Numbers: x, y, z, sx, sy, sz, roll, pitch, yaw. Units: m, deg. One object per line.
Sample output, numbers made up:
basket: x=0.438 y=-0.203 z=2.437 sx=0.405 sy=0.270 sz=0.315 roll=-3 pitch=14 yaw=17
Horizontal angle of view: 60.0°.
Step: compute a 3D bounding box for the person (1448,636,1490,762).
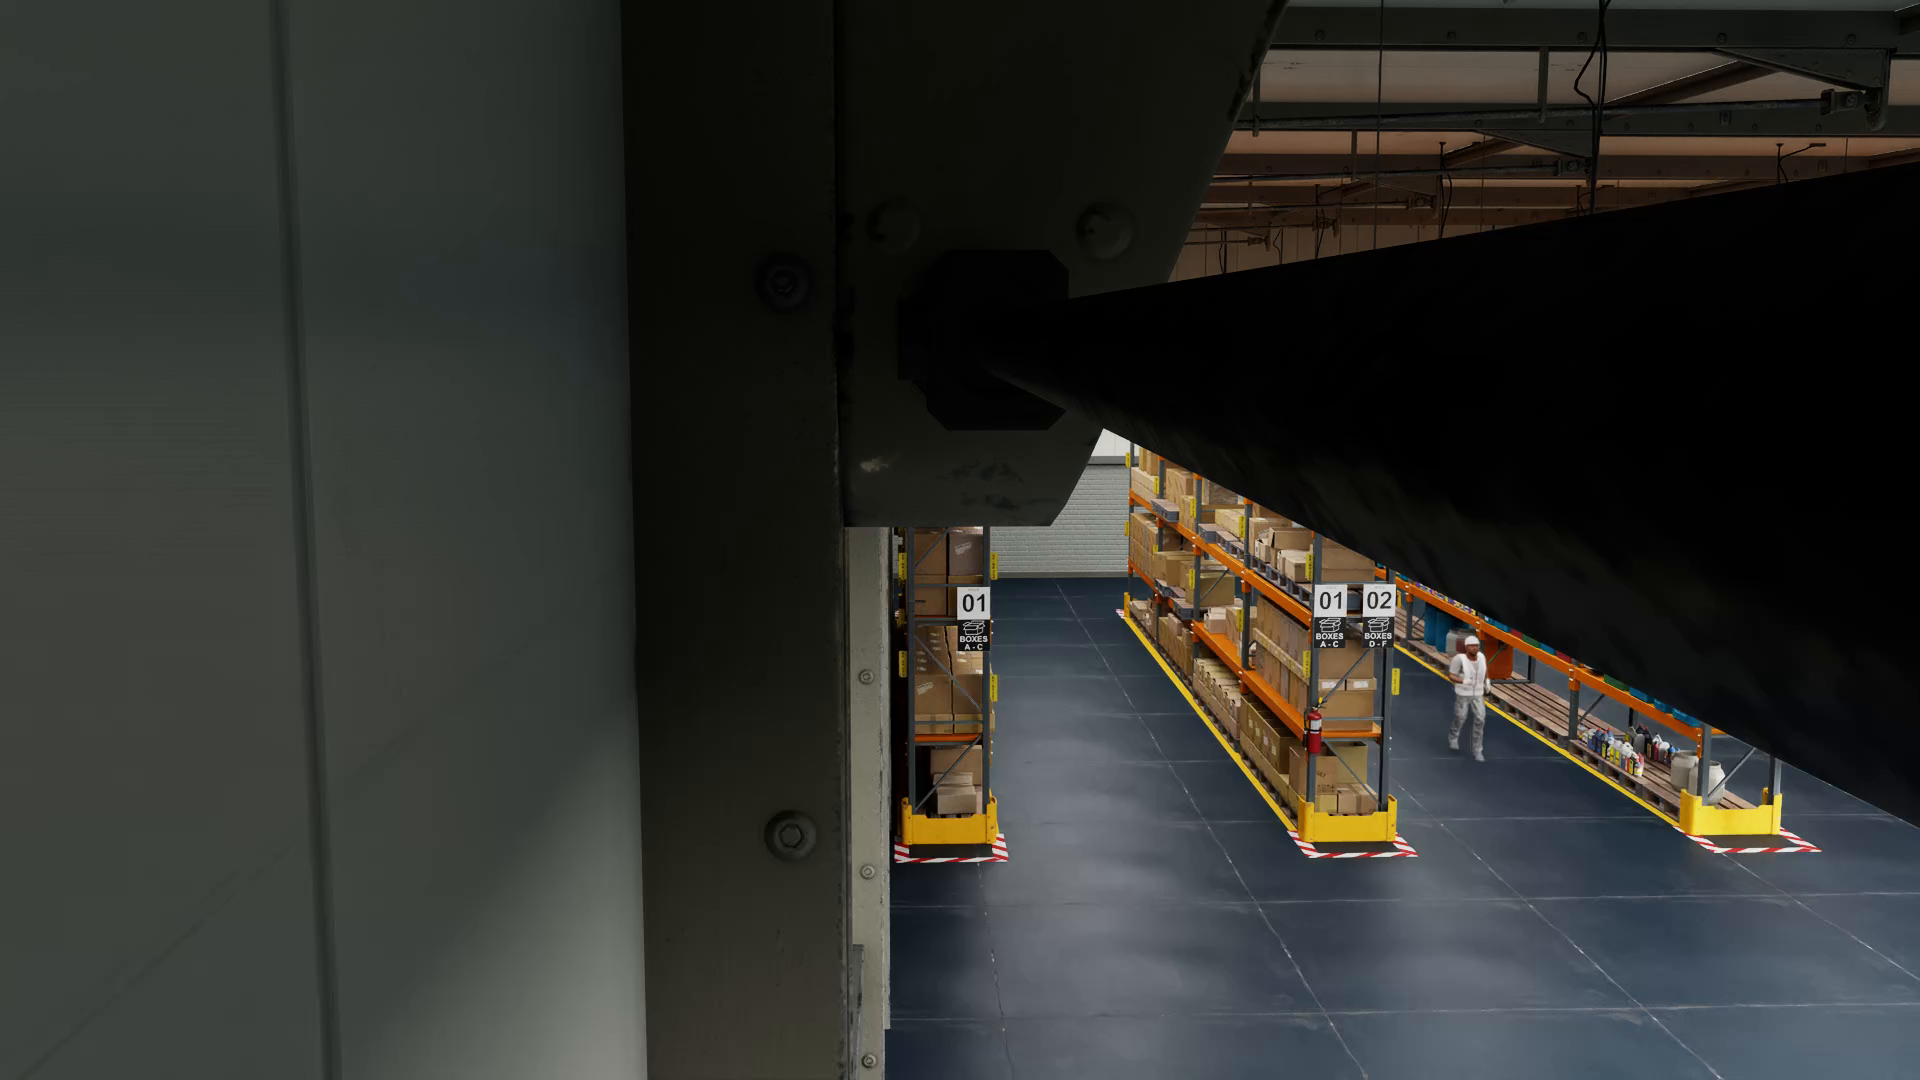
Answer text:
person: x=7.514 y=2.319 z=24.547 sx=0.703 sy=1.857 sz=0.786 roll=-1 pitch=7 yaw=-8
